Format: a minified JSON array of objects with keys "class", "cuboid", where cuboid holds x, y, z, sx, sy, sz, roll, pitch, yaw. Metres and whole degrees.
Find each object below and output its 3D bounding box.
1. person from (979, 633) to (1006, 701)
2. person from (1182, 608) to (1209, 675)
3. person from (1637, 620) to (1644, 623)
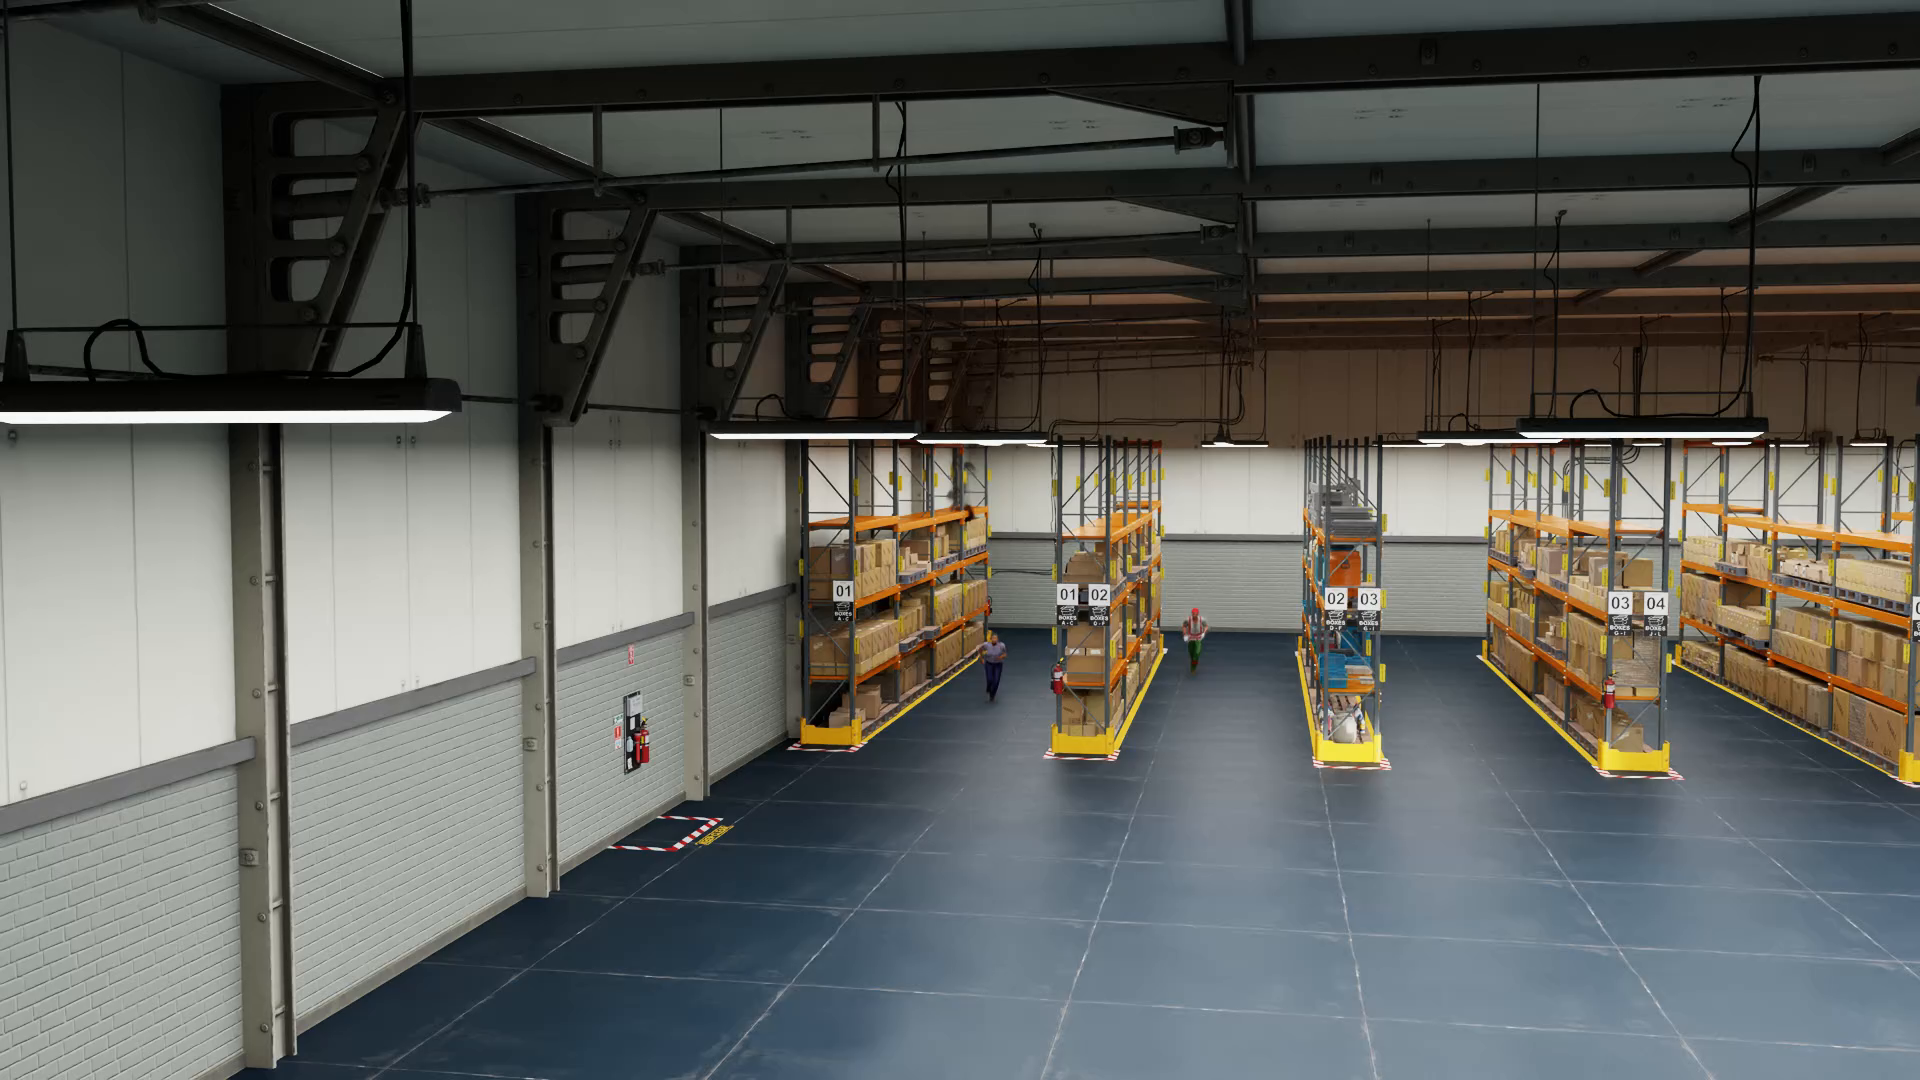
[{"class":"person","cuboid":[0.757,2.900,37.867,0.591,1.575,0.671,0,3,-6]},{"class":"person","cuboid":[6.046,2.578,42.736,0.659,1.723,0.921,0,3,4]},{"class":"person","cuboid":[17.826,2.504,43.813,0.663,1.677,0.653,1,3,21]}]
